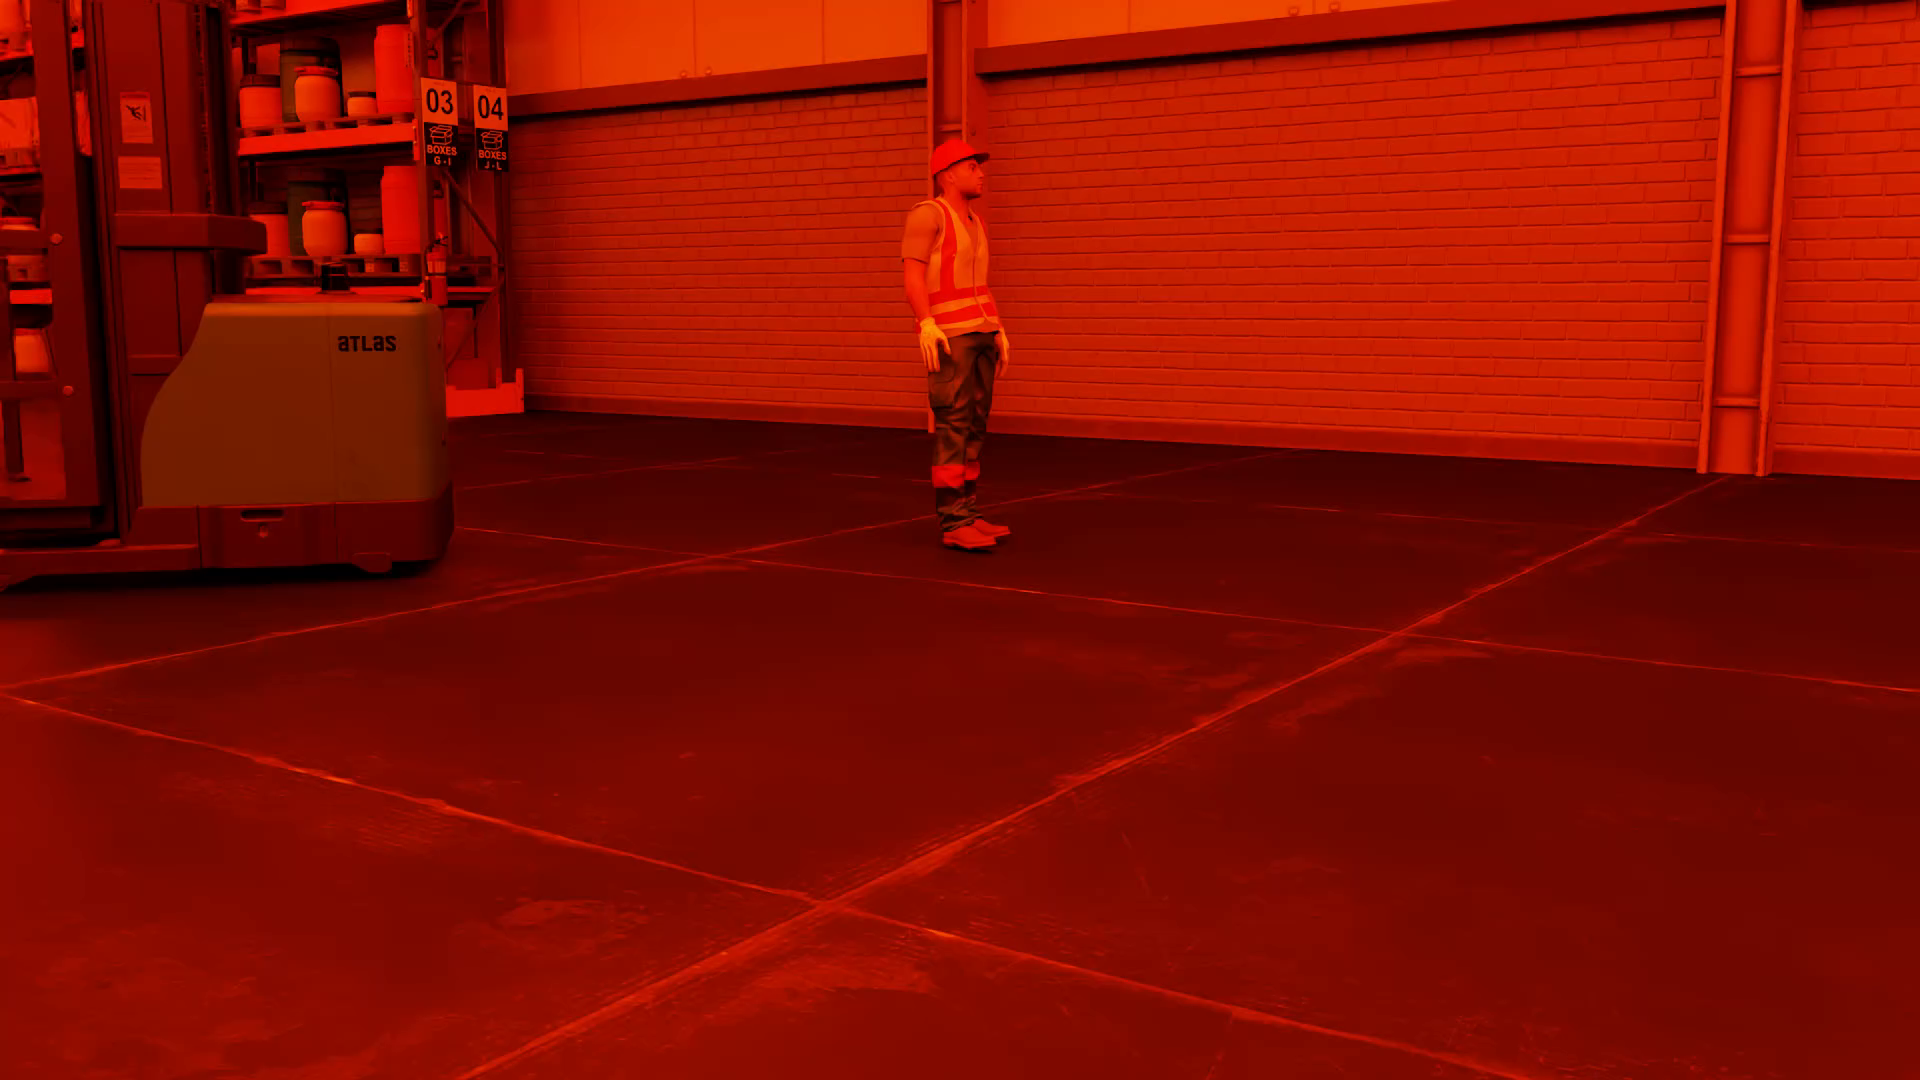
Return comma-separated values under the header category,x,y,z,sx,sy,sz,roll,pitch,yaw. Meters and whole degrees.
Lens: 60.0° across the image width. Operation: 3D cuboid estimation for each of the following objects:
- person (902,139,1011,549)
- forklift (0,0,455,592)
category,x,y,z,sx,sy,sz,roll,pitch,yaw
person,0.059,-0.885,7.422,0.564,1.787,0.637,5,10,34
forklift,-3.637,-1.322,6.490,3.031,2.935,1.130,-2,8,-13
